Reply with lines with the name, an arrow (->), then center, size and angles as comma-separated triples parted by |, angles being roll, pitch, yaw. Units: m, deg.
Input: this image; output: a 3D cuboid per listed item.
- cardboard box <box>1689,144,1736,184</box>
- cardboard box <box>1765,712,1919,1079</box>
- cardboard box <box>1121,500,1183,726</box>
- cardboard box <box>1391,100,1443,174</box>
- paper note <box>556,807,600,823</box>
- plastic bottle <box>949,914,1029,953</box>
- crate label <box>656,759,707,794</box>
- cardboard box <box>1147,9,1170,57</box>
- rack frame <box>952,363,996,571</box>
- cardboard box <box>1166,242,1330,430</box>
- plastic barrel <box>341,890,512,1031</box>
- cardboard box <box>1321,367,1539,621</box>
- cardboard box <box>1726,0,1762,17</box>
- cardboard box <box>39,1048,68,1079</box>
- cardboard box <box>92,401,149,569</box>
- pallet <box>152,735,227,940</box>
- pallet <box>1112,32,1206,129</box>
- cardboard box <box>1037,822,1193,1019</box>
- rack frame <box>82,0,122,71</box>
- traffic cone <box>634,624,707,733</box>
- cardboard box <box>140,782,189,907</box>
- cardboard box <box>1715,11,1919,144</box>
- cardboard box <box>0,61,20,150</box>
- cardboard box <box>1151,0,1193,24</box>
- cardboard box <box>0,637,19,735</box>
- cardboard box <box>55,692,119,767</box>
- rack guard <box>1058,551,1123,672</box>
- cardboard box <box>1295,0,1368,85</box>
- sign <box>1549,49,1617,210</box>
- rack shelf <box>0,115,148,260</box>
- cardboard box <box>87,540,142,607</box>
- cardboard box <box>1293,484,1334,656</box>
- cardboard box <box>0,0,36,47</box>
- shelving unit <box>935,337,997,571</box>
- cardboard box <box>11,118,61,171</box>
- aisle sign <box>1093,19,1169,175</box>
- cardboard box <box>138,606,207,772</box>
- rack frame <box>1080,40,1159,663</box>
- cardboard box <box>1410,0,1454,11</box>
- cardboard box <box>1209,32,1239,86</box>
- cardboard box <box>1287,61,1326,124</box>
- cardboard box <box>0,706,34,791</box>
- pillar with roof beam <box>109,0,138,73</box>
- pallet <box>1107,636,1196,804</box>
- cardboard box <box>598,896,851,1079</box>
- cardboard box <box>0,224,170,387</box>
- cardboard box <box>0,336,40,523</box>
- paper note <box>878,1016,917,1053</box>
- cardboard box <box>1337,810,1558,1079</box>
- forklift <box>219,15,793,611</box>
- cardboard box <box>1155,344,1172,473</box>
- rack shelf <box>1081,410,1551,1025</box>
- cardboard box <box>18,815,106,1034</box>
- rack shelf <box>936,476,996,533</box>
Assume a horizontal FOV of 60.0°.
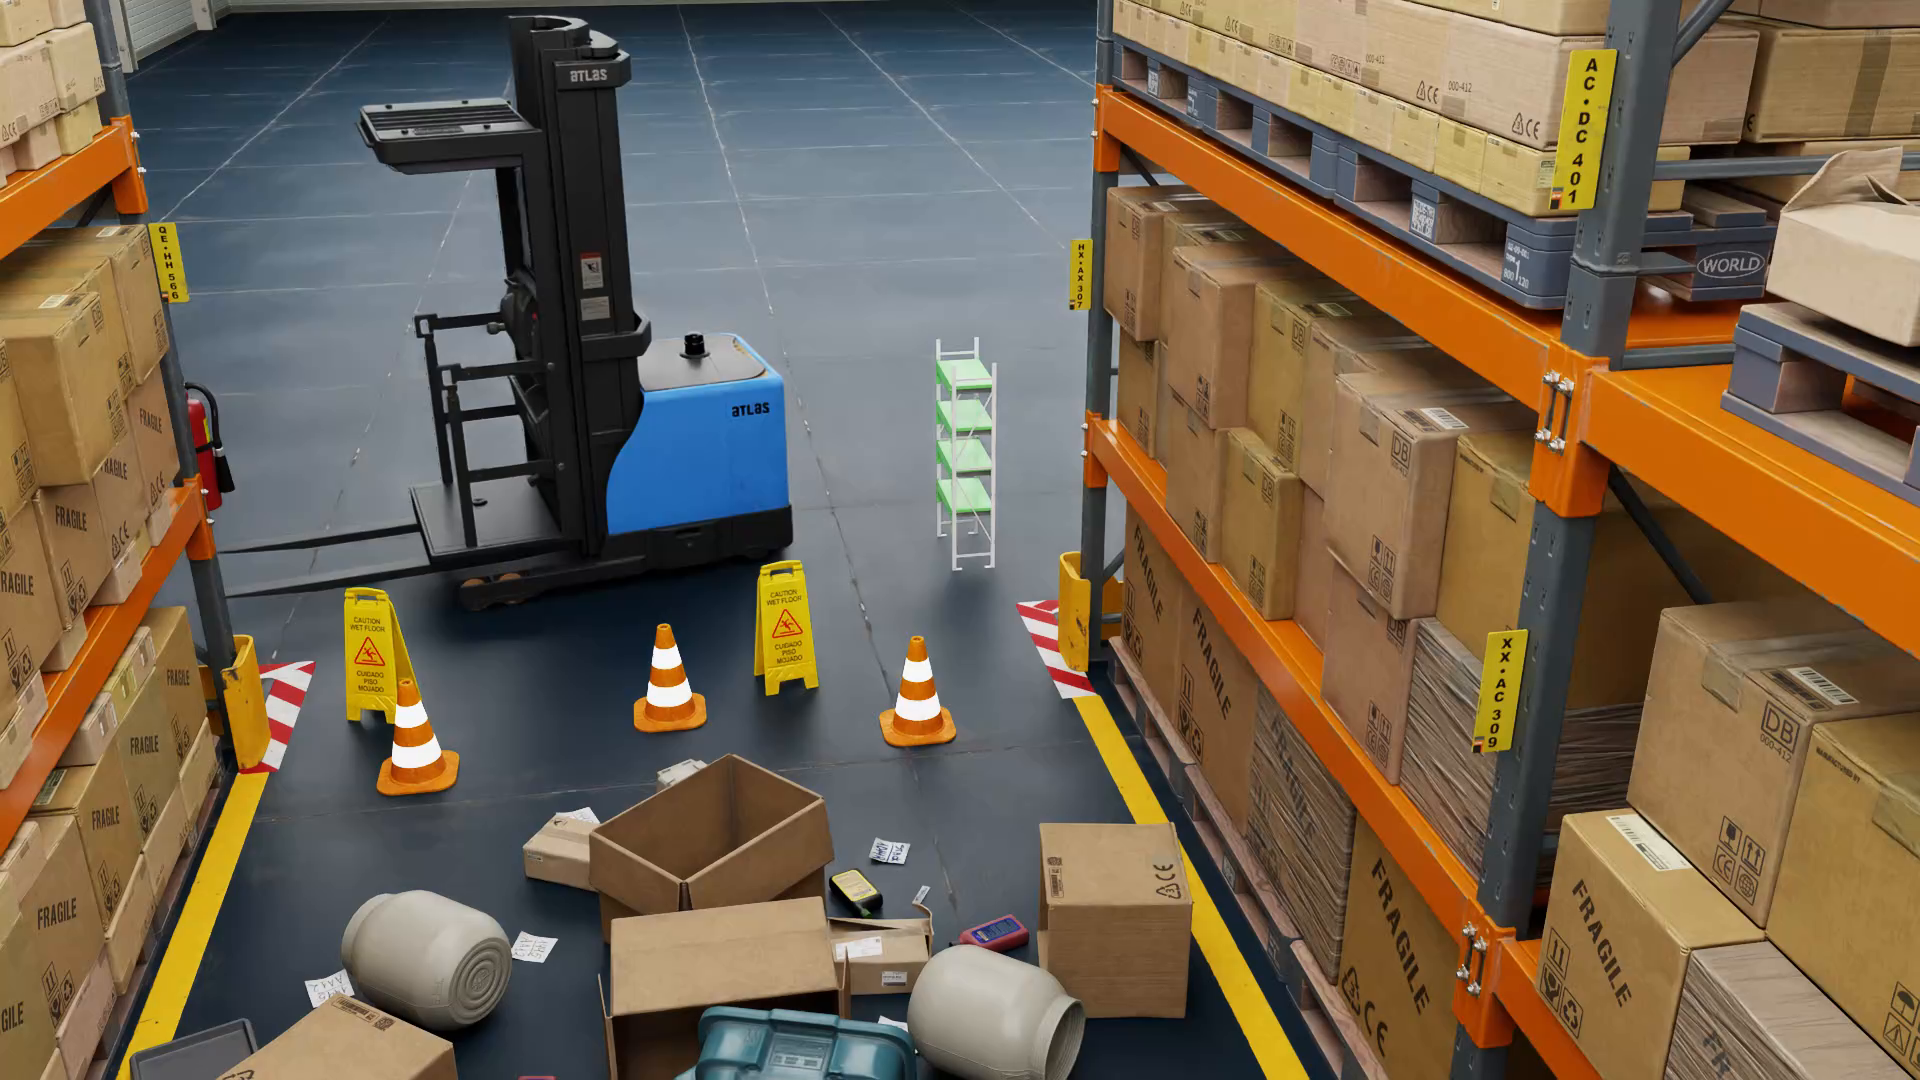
cardboard box -> 2.055, -1.012, 4.235 | 0.380, 0.149, 0.250 | -4, 24, -10
cardboard box -> 2.033, 0.649, 3.142 | 0.700, 0.500, 0.500 | -5, 24, -11
cardboard box -> 1.289, 0.226, 7.615 | 0.875, 0.875, 0.875 | -4, 24, -9
cardboard box -> 1.361, -1.062, 4.350 | 0.380, 0.149, 0.250 | -4, 24, -9
paper note -> -1.616, 1.174, 7.024 | 0.148, 0.019, 0.142 | -13, 27, -28
plastic bottle -> 0.107, 1.500, 6.239 | 0.283, 0.061, 0.133 | -13, 27, -28
crate label -> -1.166, 1.063, 7.144 | 0.250, 0.136, 0.298 | -19, 30, -37
cardboard box -> 0.941, -1.958, 6.401 | 0.380, 0.149, 0.250 | -4, 24, -10
rack frame -> 0.076, -0.389, 9.141 | 0.240, 1.200, 0.015 | -4, 24, -10
cardboard box -> 1.292, -0.792, 6.279 | 0.875, 0.550, 0.550 | -4, 24, -10
plastic barrel -> -1.877, 1.470, 5.855 | 0.512, 0.421, 0.421 | 13, 27, 27
cardboard box -> 1.588, -0.163, 4.838 | 0.875, 0.550, 0.550 | -4, 24, -10
cardboard box -> 2.057, -1.376, 4.072 | 0.380, 0.149, 0.250 | -5, 24, -10
cardboard box -> -2.961, 1.769, 4.863 | 0.500, 0.250, 0.500 | -3, 24, -7
cardboard box -> -3.288, -0.203, 5.970 | 0.500, 0.500, 0.500 | -4, 24, -10
pallet -> -3.618, 1.219, 6.695 | 1.003, 0.211, 1.213 | -4, 24, -10
pallet -> 1.246, -1.860, 6.624 | 1.003, 0.211, 1.213 | -4, 24, -10
cardboard box -> 0.543, 1.366, 5.995 | 0.500, 0.500, 0.500 | 0, 24, -1
rack frame -> -3.747, -3.160, 5.743 | 1.000, 3.000, 0.127 | -4, 24, -10
traffic cone -> -1.372, 0.609, 7.777 | 0.336, 0.463, 0.334 | -4, 24, -10
cardboard box -> -3.245, 1.159, 6.259 | 0.500, 0.250, 0.500 | -4, 24, -10
cardboard box -> 2.023, -1.137, 4.025 | 0.500, 0.250, 0.500 | -4, 24, -9
cardboard box -> -3.195, -1.270, 4.979 | 0.500, 0.250, 0.500 | -4, 24, -8
cardboard box -> 1.031, -2.089, 6.204 | 0.500, 0.250, 0.500 | -5, 24, -10
cardboard box -> -3.011, 0.392, 4.607 | 0.500, 0.500, 0.500 | -5, 24, -10
cardboard box -> -3.118, 0.654, 5.669 | 0.380, 0.149, 0.250 | -3, 24, -7
rack guard -> 1.094, 0.319, 8.395 | 1.175, 0.500, 0.348 | -4, 24, -10
cardboard box -> 1.311, -1.495, 4.843 | 0.500, 0.250, 0.500 | -5, 24, -10
sign -> 1.293, -0.850, 3.456 | 0.100, 0.325, 0.005 | -4, 24, -10
rack shelf -> -3.377, -0.669, 4.686 | 1.077, 0.370, 4.000 | -4, 24, -10
cardboard box -> -3.208, 0.128, 6.022 | 0.380, 0.149, 0.250 | -4, 24, -9
cardboard box -> 1.650, 0.107, 5.569 | 0.875, 0.550, 0.550 | -4, 24, -10
cardboard box -> -3.319, -1.721, 5.514 | 0.380, 0.149, 0.250 | -5, 24, -10
shelving unit -> 0.031, -0.485, 9.361 | 0.258, 1.200, 0.503 | -4, 24, -10
cardboard box -> -3.312, -1.348, 5.656 | 0.380, 0.149, 0.250 | -4, 24, -8
aisle sign -> 0.791, -2.014, 7.366 | 0.394, 0.787, 0.004 | -4, 24, -10
cardboard box -> -3.343, 0.609, 6.582 | 0.500, 0.500, 0.500 | -4, 24, -9
rack frame -> 1.099, -0.817, 7.873 | 1.000, 3.000, 0.127 | -4, 24, -10
cardboard box -> 1.365, -1.425, 4.186 | 0.380, 0.149, 0.250 | -4, 24, -10
cardboard box -> 1.080, -1.660, 5.719 | 0.380, 0.149, 0.250 | -4, 24, -10
cardboard box -> 1.220, -1.362, 5.037 | 0.380, 0.149, 0.250 | -5, 24, -10
cardboard box -> -2.978, 0.626, 4.883 | 0.380, 0.149, 0.250 | -4, 24, -9
pillar with roof beam -> -9.589, -12.210, 26.462 | 9.100, 9.000, 0.400 | -4, 24, -10
pallet -> 1.324, 0.770, 7.724 | 1.003, 0.211, 1.213 | -4, 24, -10
cardboard box -> -0.753, 1.542, 5.422 | 0.797, 0.637, 0.503 | -4, 24, -10
cardboard box -> -3.438, -0.867, 6.241 | 0.700, 0.500, 0.500 | -5, 24, -11
cardboard box -> -3.201, -0.267, 4.869 | 0.700, 0.500, 0.500 | -4, 24, -10
paper note -> -0.211, 1.722, 5.780 | 0.172, 0.023, 0.155 | 4, 24, 9
cardboard box -> 1.791, 1.285, 5.190 | 0.875, 0.875, 0.875 | -4, 24, -9
forklift -> -2.525, -1.205, 8.846 | 3.031, 2.935, 1.130 | -10, 25, -21
cardboard box -> 1.335, -0.529, 7.025 | 0.875, 0.550, 0.550 | -4, 24, -10
rack shelf -> 1.469, 0.299, 6.216 | 1.077, 0.370, 4.000 | -4, 24, -10
cardboard box -> -3.056, 1.220, 5.182 | 0.500, 0.500, 0.500 | -3, 24, -7
rack shelf -> 0.031, -0.206, 9.482 | 0.258, 0.148, 0.480 | -4, 24, -10
